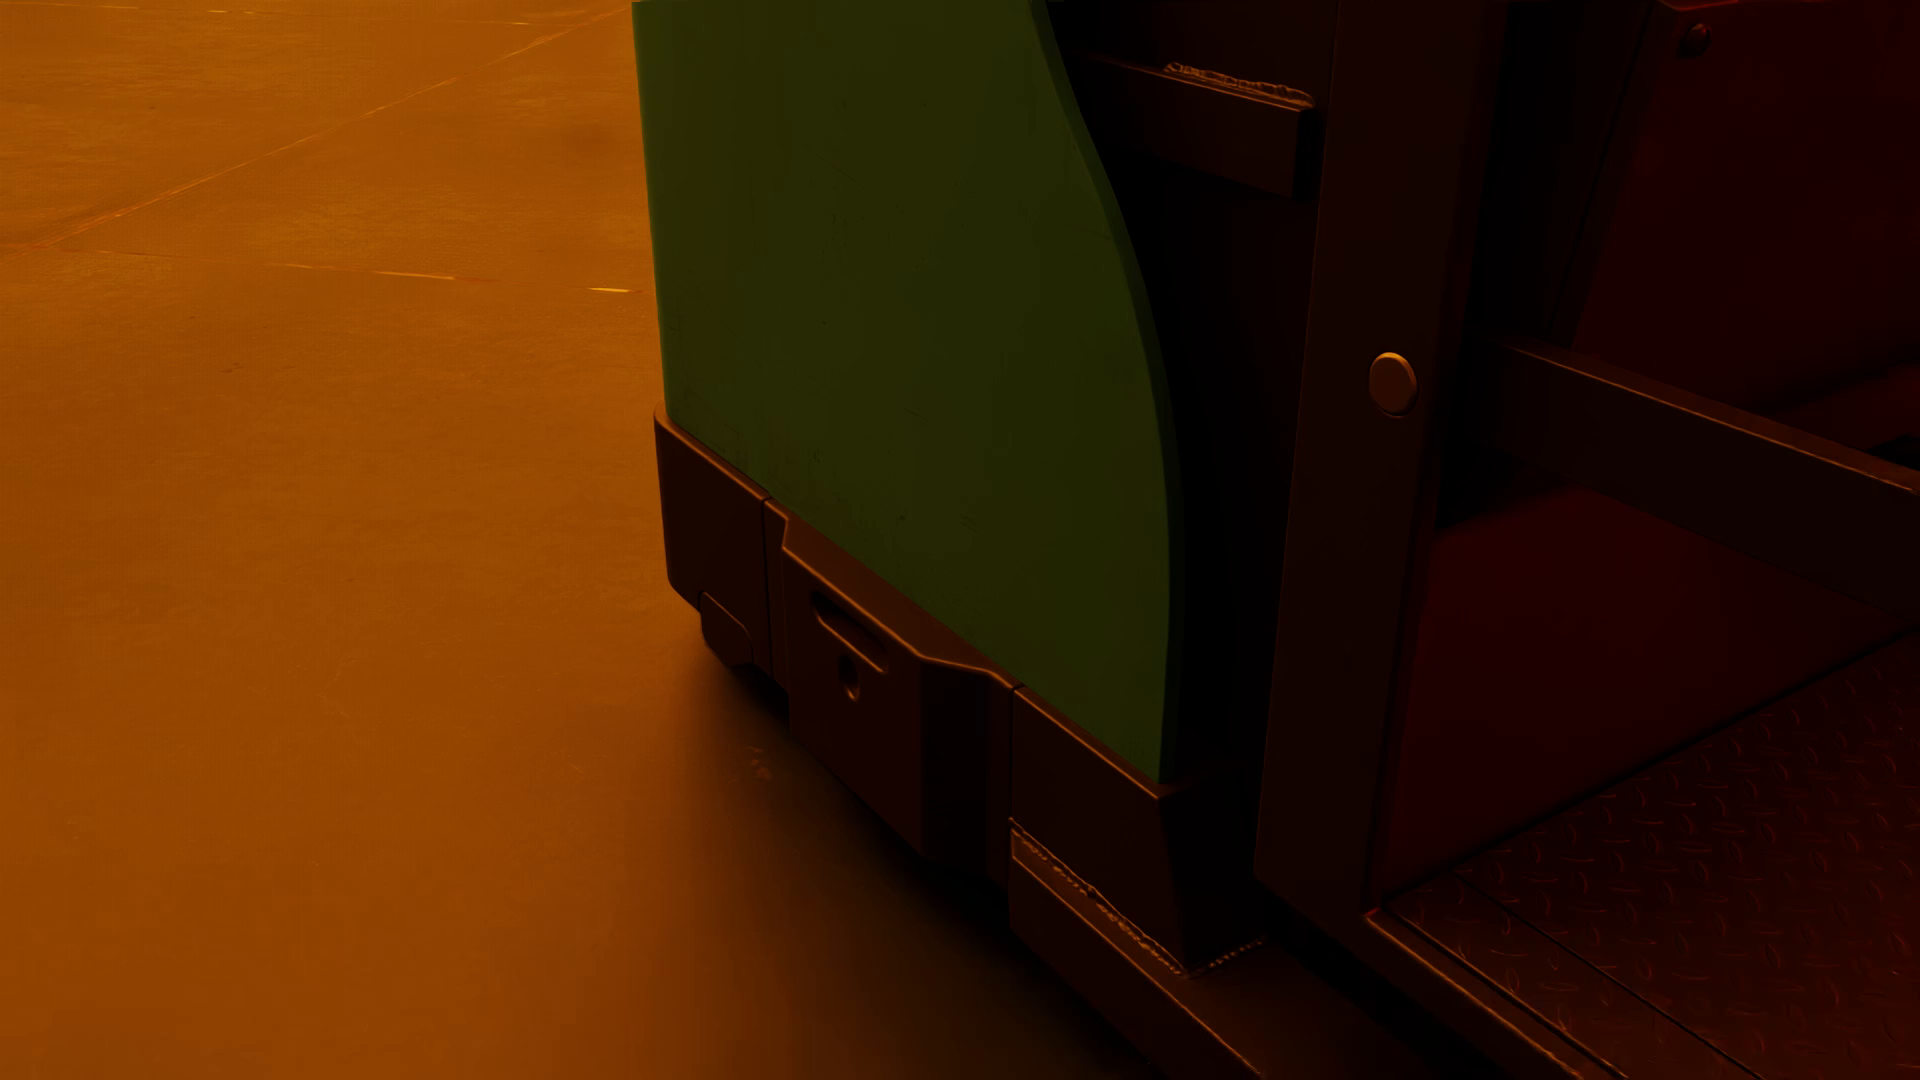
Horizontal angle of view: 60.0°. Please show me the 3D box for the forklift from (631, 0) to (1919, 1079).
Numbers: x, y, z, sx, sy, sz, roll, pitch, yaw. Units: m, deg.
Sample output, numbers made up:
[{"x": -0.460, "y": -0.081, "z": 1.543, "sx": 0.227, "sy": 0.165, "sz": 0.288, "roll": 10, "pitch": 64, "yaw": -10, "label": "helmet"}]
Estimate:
[{"x": 0.845, "y": -0.783, "z": 0.798, "sx": 1.130, "sy": 2.935, "sz": 3.031, "roll": -17, "pitch": 31, "yaw": -30, "label": "forklift"}]
